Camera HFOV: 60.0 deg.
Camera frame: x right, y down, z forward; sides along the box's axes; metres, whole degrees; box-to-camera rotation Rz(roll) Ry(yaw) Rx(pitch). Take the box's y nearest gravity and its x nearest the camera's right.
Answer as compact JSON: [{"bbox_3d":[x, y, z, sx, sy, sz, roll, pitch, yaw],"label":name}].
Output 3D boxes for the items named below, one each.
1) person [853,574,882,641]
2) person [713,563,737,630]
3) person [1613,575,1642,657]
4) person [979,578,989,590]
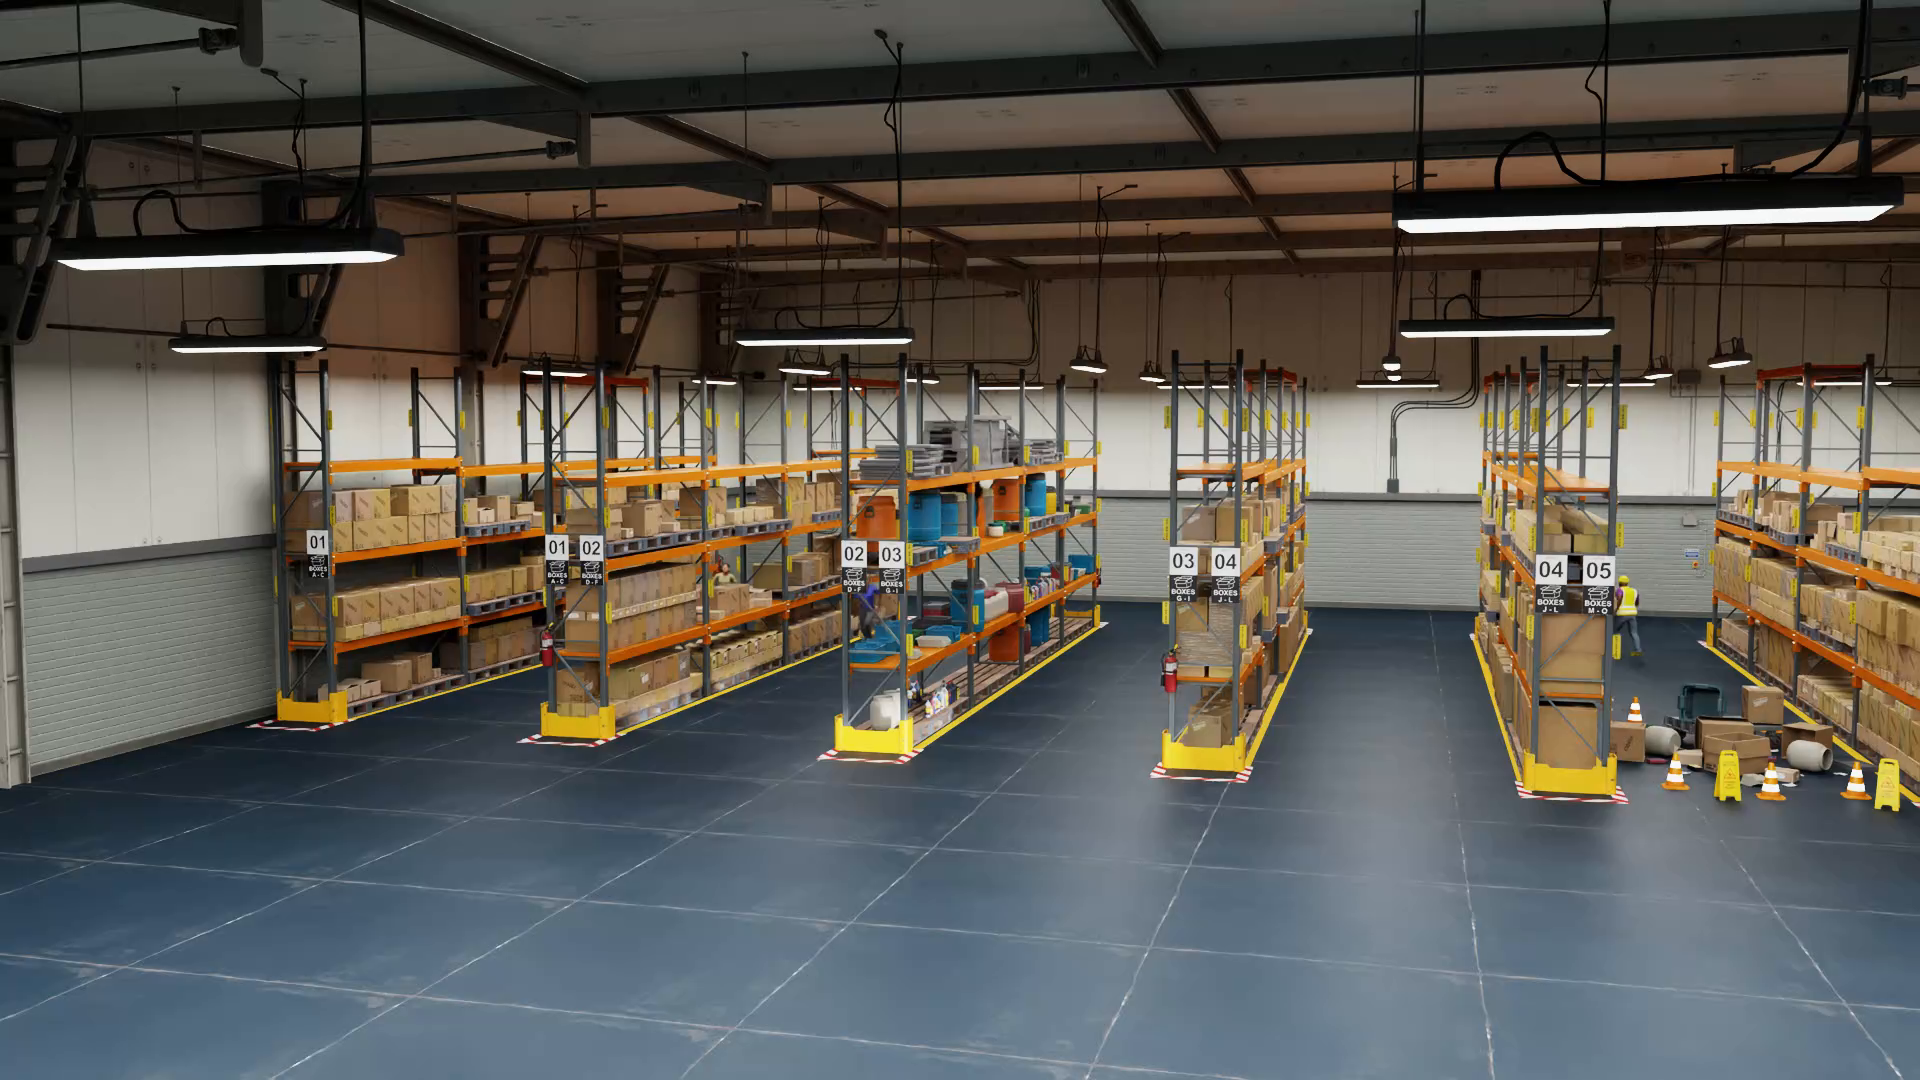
[{"bbox_3d":[-1.962,1.497,35.199,0.539,1.547,0.865,1,4,12],"label":"person"},{"bbox_3d":[-5.614,1.347,39.630,0.645,1.623,0.529,0,4,1],"label":"person"},{"bbox_3d":[14.013,1.626,34.978,0.714,1.734,0.983,-1,4,-8],"label":"person"},{"bbox_3d":[0.323,1.450,37.675,0.715,1.719,0.643,0,4,2],"label":"person"}]
